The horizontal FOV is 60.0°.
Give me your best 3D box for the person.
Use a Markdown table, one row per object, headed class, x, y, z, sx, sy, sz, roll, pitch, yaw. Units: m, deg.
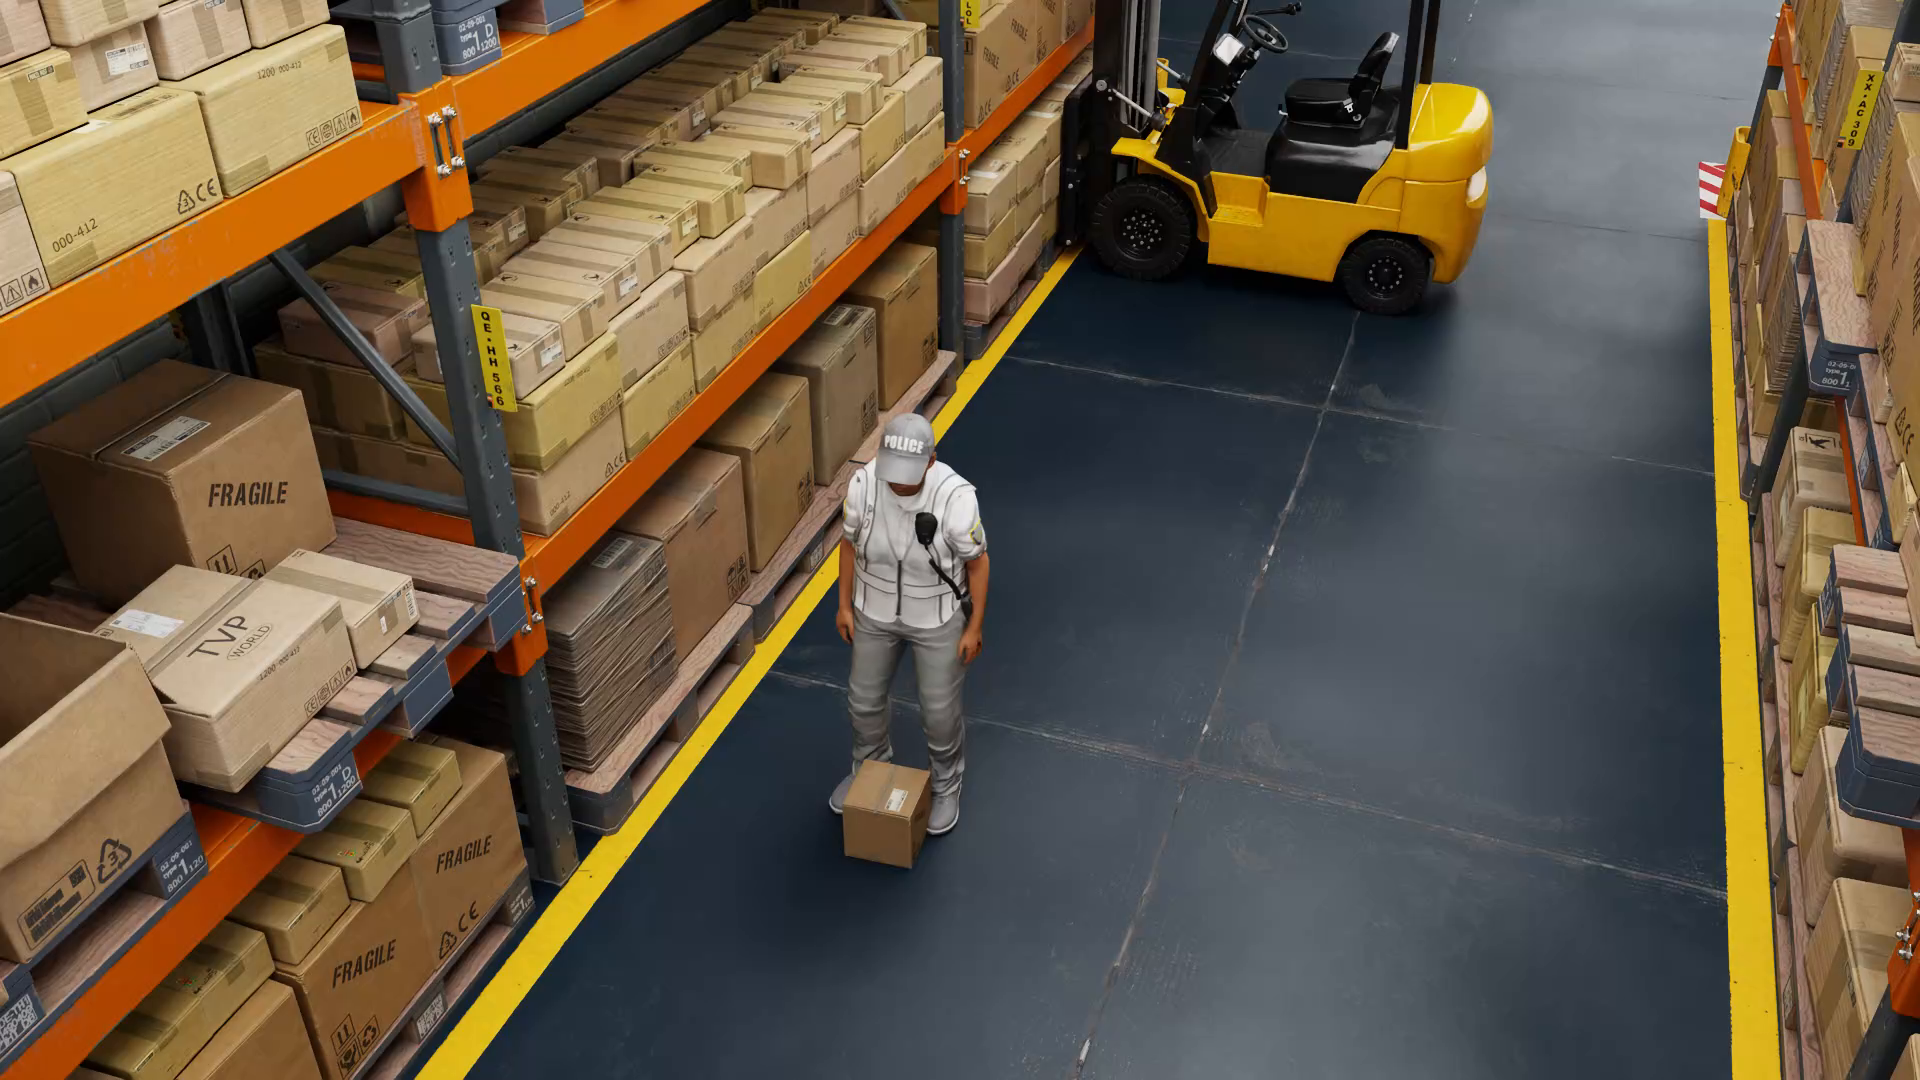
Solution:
| class | x | y | z | sx | sy | sz | roll | pitch | yaw |
| --- | --- | --- | --- | --- | --- | --- | --- | --- | --- |
| person | -0.187 | 0.273 | 5.722 | 0.560 | 1.665 | 0.469 | 9 | 35 | 13 |
